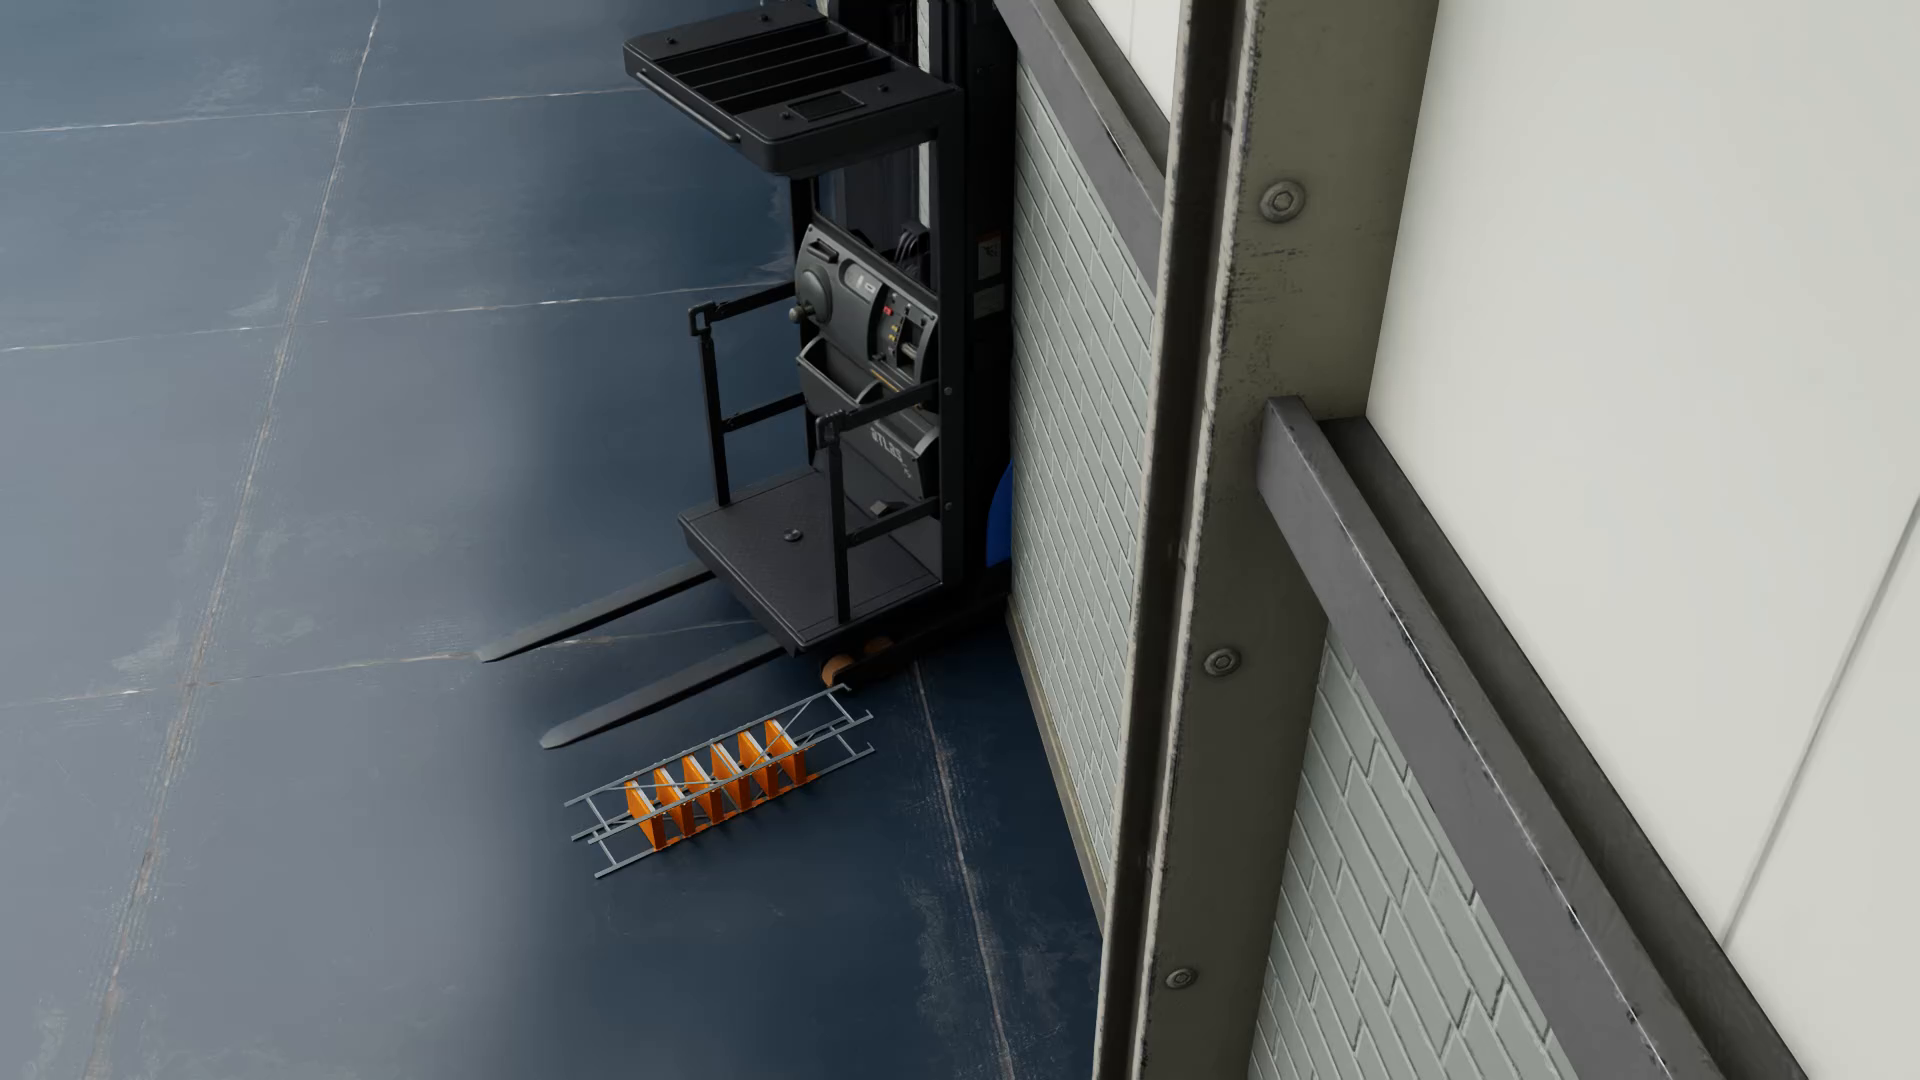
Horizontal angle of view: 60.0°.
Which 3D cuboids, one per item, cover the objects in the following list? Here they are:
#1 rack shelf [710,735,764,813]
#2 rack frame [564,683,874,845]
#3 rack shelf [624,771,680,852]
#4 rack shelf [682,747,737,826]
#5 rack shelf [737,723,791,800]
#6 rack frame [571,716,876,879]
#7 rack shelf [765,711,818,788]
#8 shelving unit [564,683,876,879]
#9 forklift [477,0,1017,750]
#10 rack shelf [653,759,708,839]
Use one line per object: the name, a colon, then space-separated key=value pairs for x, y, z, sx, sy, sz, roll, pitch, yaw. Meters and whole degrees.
rack shelf: x=-0.868 y=0.897 z=6.437 sx=0.103 sy=0.180 sz=0.258 roll=-22 pitch=43 yaw=-26
rack frame: x=-0.905 y=0.840 z=6.362 sx=1.200 sy=0.006 sz=0.240 roll=-22 pitch=43 yaw=-26
rack shelf: x=-1.169 y=1.019 z=6.281 sx=0.103 sy=0.180 sz=0.258 roll=-22 pitch=43 yaw=-26
rack shelf: x=-0.968 y=0.938 z=6.385 sx=0.103 sy=0.180 sz=0.258 roll=-22 pitch=43 yaw=-26
rack shelf: x=-0.768 y=0.857 z=6.490 sx=0.103 sy=0.180 sz=0.258 roll=-22 pitch=43 yaw=-26
rack frame: x=-0.905 y=0.984 z=6.474 sx=1.200 sy=0.006 sz=0.240 roll=-22 pitch=43 yaw=-26
rack shelf: x=-0.668 y=0.816 z=6.542 sx=0.103 sy=0.180 sz=0.258 roll=-22 pitch=43 yaw=-26
shelving unit: x=-0.905 y=0.912 z=6.418 sx=1.200 sy=0.189 sz=0.258 roll=-22 pitch=43 yaw=-26
forklift: x=-0.549 y=-0.887 z=6.503 sx=3.031 sy=2.935 sz=1.130 roll=-24 pitch=44 yaw=-27
rack shelf: x=-1.069 y=0.978 z=6.333 sx=0.103 sy=0.180 sz=0.258 roll=-22 pitch=43 yaw=-26
